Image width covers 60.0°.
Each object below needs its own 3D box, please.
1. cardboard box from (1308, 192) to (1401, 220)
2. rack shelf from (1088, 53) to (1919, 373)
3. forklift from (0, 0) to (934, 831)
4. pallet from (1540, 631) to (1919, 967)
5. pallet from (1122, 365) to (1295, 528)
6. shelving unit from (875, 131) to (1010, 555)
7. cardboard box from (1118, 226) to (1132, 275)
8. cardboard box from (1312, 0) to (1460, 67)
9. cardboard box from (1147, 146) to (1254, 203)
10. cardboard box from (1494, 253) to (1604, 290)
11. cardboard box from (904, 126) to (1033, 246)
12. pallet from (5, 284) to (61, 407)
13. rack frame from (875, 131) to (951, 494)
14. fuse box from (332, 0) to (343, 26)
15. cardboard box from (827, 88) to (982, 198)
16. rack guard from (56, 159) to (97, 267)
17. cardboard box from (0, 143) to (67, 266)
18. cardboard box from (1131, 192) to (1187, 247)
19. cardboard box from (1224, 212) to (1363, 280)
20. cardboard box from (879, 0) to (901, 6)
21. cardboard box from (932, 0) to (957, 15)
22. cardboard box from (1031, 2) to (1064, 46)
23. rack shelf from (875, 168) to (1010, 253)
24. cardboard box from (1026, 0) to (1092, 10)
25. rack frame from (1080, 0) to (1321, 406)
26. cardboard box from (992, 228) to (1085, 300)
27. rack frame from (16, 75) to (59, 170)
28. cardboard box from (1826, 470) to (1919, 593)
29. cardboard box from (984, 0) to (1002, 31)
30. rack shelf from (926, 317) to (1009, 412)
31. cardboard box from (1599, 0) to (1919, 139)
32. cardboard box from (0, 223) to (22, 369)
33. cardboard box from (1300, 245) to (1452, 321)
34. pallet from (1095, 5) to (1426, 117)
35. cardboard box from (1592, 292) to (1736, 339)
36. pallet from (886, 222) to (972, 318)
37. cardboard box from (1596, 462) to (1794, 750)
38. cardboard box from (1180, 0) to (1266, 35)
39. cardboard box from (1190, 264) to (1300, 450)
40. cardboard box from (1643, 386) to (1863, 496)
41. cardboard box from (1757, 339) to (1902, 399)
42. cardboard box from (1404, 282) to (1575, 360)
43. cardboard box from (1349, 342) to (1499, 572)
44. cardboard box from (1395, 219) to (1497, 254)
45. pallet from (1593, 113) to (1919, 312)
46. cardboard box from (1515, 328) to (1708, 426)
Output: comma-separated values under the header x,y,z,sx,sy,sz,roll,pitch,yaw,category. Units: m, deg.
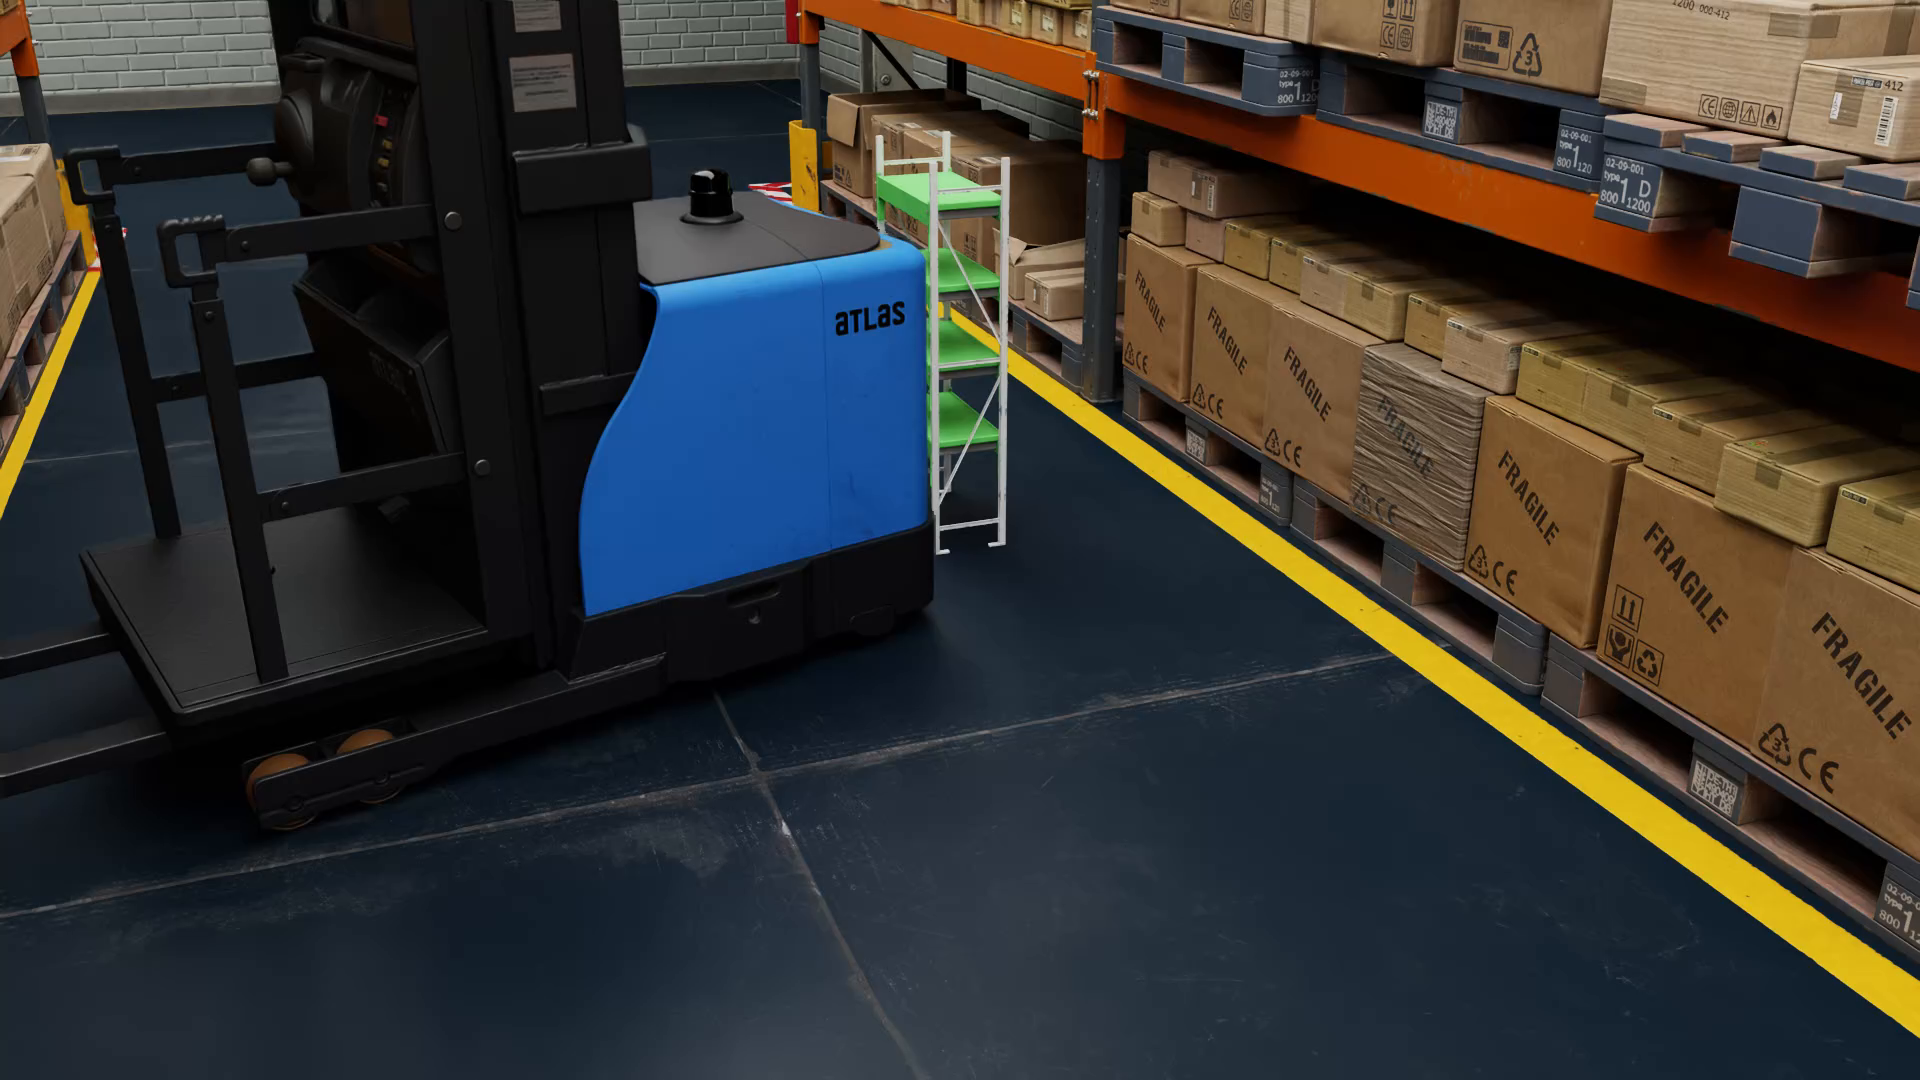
x,y,z,sx,sy,sz,roll,pitch,yaw,category
1.463,-1.147,5.952,0.380,0.149,0.250,-8,24,-19,cardboard box
1.672,-0.937,4.538,1.077,0.370,4.000,-8,24,-19,rack shelf
-1.566,-0.936,3.696,3.031,2.935,1.130,-16,27,-33,forklift
2.150,0.466,3.872,1.003,0.211,1.213,-8,24,-19,pallet
1.288,-0.420,5.975,1.003,0.211,1.213,-8,24,-19,pallet
-0.059,-0.613,5.160,0.258,1.200,0.503,-8,24,-19,shelving unit
0.953,-1.222,7.210,0.500,0.311,0.500,-7,24,-17,cardboard box
1.387,-1.555,4.409,0.700,0.500,0.500,-8,24,-19,cardboard box
0.900,-1.315,5.966,0.380,0.149,0.250,-9,24,-20,cardboard box
1.862,-0.777,5.075,0.380,0.149,0.250,-8,24,-18,cardboard box
0.038,-1.734,8.179,0.500,0.500,0.500,-8,24,-18,cardboard box
-4.307,-0.759,6.779,1.003,0.211,1.213,-8,24,-19,pallet
-0.145,-0.702,5.370,0.240,1.200,0.015,-8,24,-19,rack frame
-5.087,-4.454,13.613,0.539,1.711,0.414,-8,24,-19,fuse box
-0.320,-2.257,9.416,0.797,0.503,0.637,-9,25,-21,cardboard box
-5.099,-1.623,8.458,1.175,0.500,0.348,-8,24,-19,rack guard
-4.763,-1.553,7.831,0.875,0.438,0.875,-9,25,-21,cardboard box
0.843,-1.169,6.004,0.380,0.149,0.250,-7,24,-16,cardboard box
1.115,-0.987,5.573,0.380,0.149,0.250,-10,25,-22,cardboard box
-0.180,-2.701,8.120,0.380,0.149,0.250,-9,24,-20,cardboard box
0.088,-2.524,7.700,0.380,0.149,0.250,-8,24,-19,cardboard box
0.504,-2.053,6.581,0.380,0.149,0.250,-8,24,-18,cardboard box
-0.059,-0.996,4.998,0.258,0.148,0.480,-8,24,-19,rack shelf
0.557,-2.215,6.453,0.500,0.250,0.500,-8,24,-18,cardboard box
0.965,-1.995,6.122,1.000,3.000,0.127,-8,24,-19,rack frame
0.367,-1.221,7.264,0.396,0.266,0.258,-7,24,-17,cardboard box
-5.090,-2.766,7.952,1.000,3.000,0.127,-8,24,-19,rack frame
1.967,-0.027,3.295,0.380,0.149,0.250,-10,25,-22,cardboard box
0.322,-2.243,7.032,0.380,0.149,0.250,-8,24,-18,cardboard box
-0.059,-0.554,5.184,0.258,0.148,0.480,-8,24,-19,rack shelf
1.703,-1.005,3.426,0.500,0.250,0.500,-10,25,-21,cardboard box
-4.115,-0.894,6.267,0.875,0.438,0.875,-9,25,-21,cardboard box
1.277,-0.794,5.114,0.380,0.149,0.250,-8,24,-19,cardboard box
1.145,-1.602,5.435,1.003,0.211,1.213,-8,24,-19,pallet
1.979,-0.577,4.600,0.380,0.149,0.250,-8,24,-19,cardboard box
0.289,-1.404,8.310,1.003,0.211,1.213,-8,24,-19,pallet
1.861,0.109,3.807,0.500,0.500,0.500,-9,24,-20,cardboard box
1.110,-1.840,5.085,0.700,0.500,0.500,-8,24,-18,cardboard box
1.123,-0.638,5.580,0.500,0.500,0.500,-9,24,-20,cardboard box
1.790,-0.224,3.762,0.380,0.149,0.250,-9,25,-21,cardboard box
2.245,-0.406,4.194,0.380,0.149,0.250,-10,25,-21,cardboard box
1.486,-0.609,4.676,0.380,0.149,0.250,-8,24,-19,cardboard box
1.472,-0.267,4.699,0.500,0.500,0.500,-9,25,-21,cardboard box
1.672,-0.970,5.533,0.380,0.149,0.250,-10,25,-22,cardboard box
2.073,-0.690,3.273,1.213,0.211,1.003,-8,24,-19,pallet
1.650,-0.417,4.219,0.380,0.149,0.250,-9,24,-20,cardboard box
